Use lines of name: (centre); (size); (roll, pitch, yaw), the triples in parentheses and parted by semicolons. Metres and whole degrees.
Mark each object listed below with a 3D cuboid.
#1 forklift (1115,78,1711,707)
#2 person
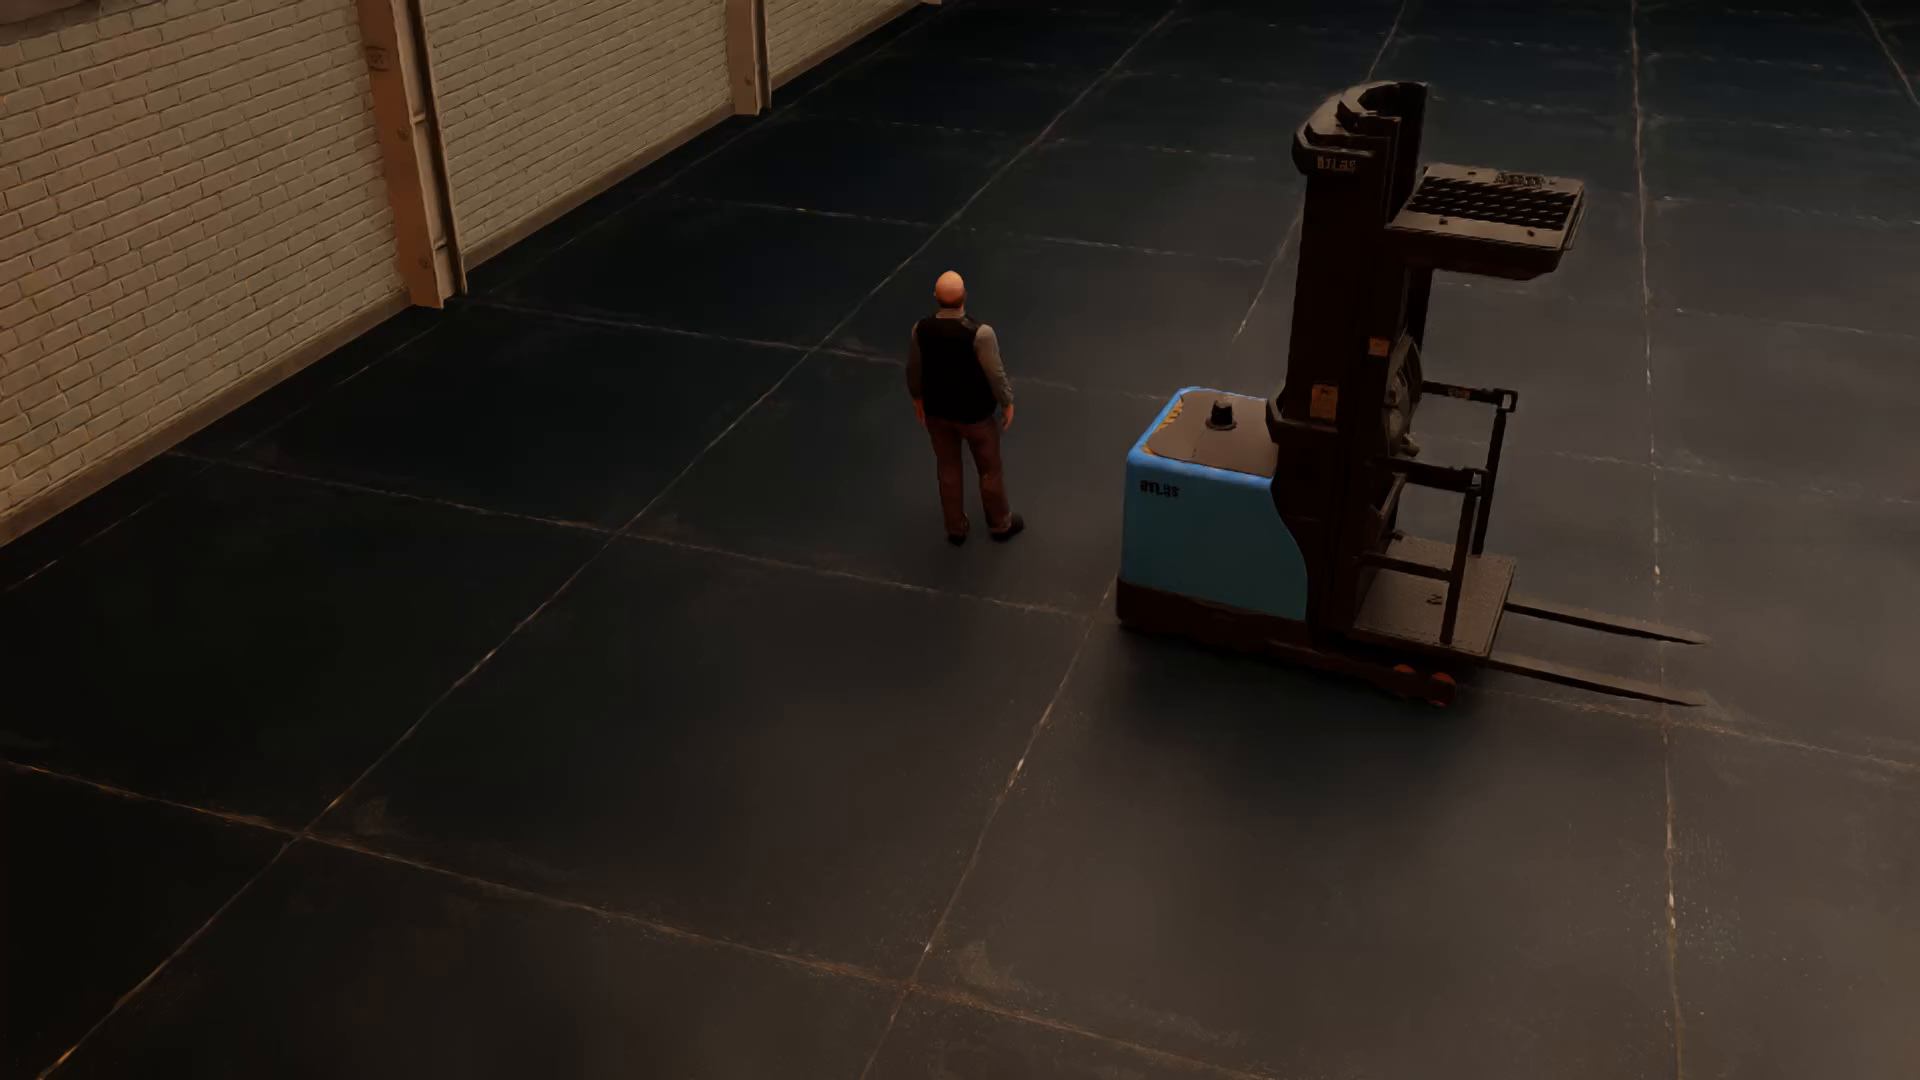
forklift: (2.428, -0.716, 8.393); (3.031, 2.935, 1.130); (12, 32, 21)
person: (0.028, -0.782, 9.715); (0.632, 1.720, 0.567); (10, 31, 16)
